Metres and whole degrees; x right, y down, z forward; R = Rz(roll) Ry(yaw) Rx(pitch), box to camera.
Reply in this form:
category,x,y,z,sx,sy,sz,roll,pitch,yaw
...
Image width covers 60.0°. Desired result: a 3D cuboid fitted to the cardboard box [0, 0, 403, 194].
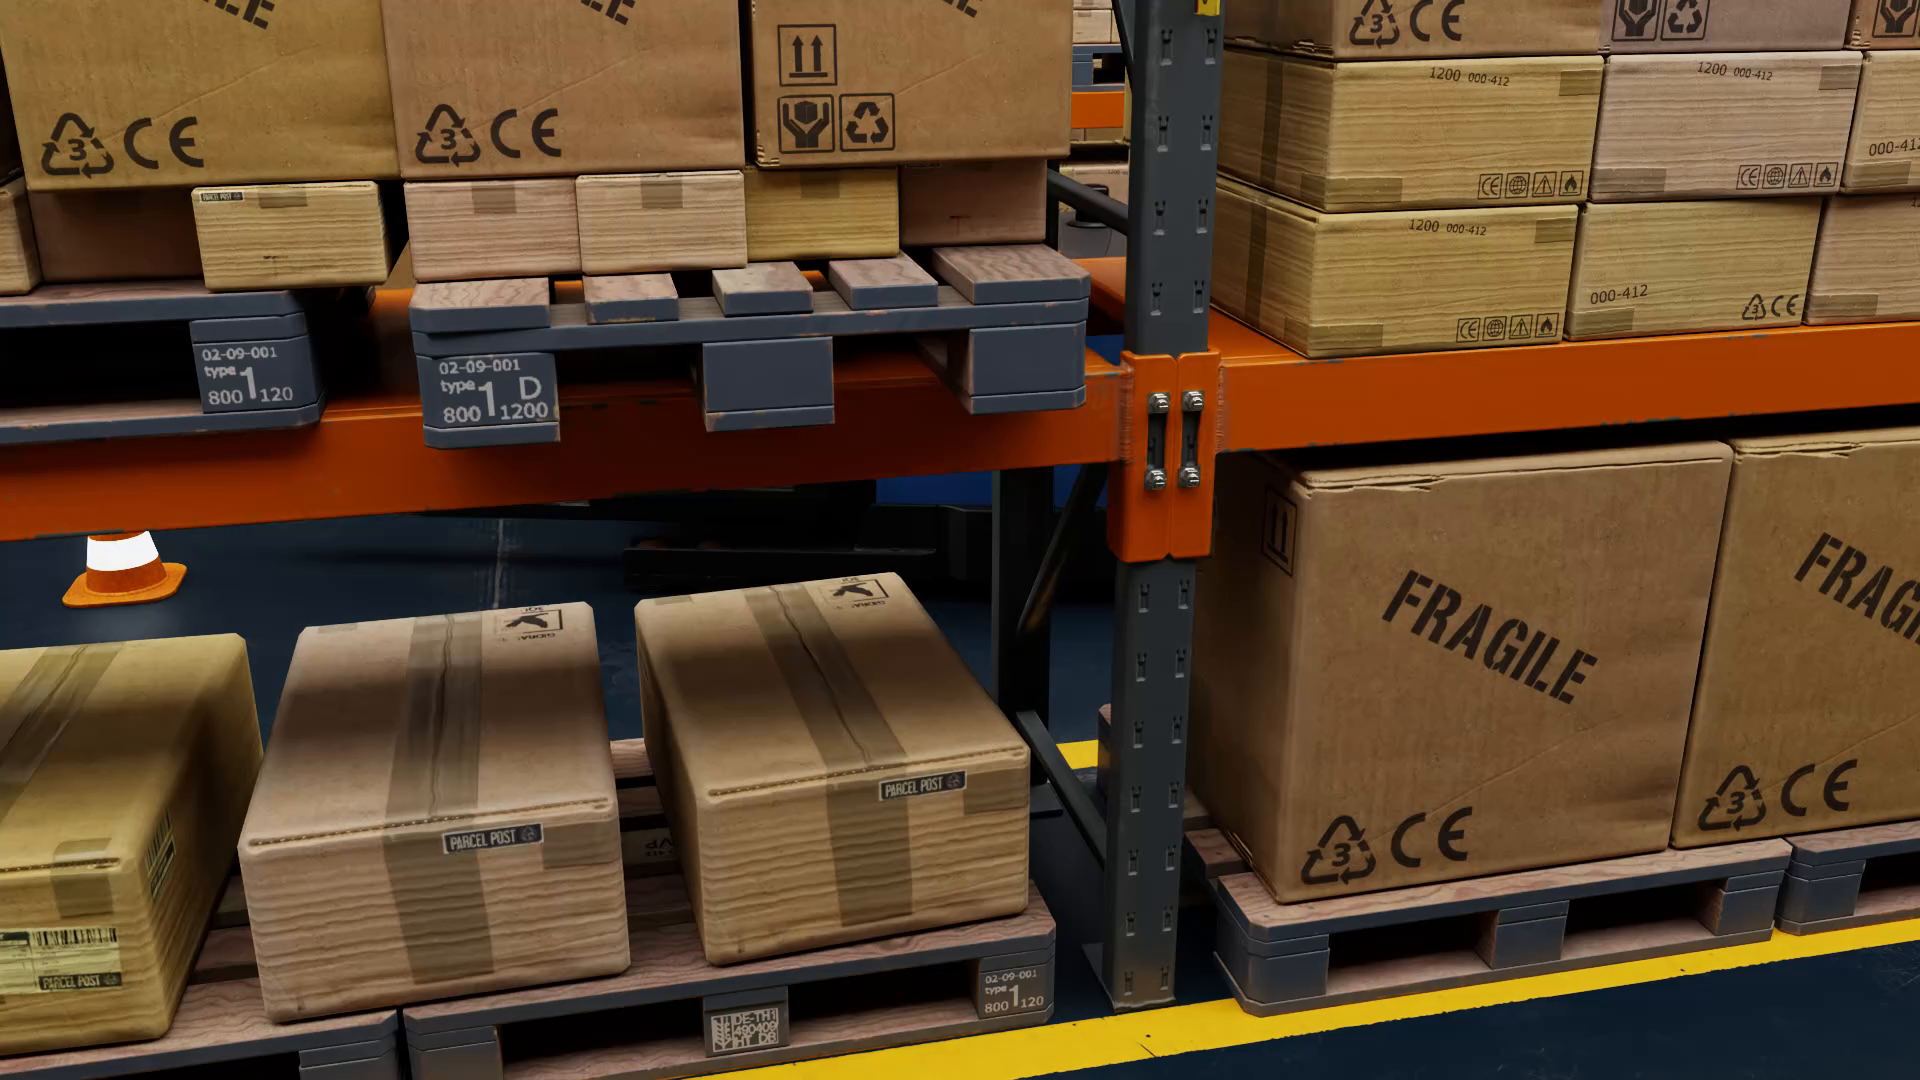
category,x,y,z,sx,sy,sz,roll,pitch,yaw
cardboard box,-1.120,-0.818,2.499,0.500,0.500,0.500,-6,21,-16

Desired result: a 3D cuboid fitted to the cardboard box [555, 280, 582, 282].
category,x,y,z,sx,sy,sz,roll,pitch,yaw
cardboard box,-1.601,-1.420,7.990,0.750,0.750,1.050,-5,21,-13

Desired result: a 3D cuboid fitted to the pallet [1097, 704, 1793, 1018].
category,x,y,z,sx,sy,sz,roll,pitch,yaw
pallet,1.035,0.624,3.804,1.213,0.211,1.003,-5,21,-12

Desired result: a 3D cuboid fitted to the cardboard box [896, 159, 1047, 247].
category,x,y,z,sx,sy,sz,roll,pitch,yaw
cardboard box,-0.015,-0.623,2.908,0.250,0.149,0.380,-4,20,-10

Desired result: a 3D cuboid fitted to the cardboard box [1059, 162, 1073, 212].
category,x,y,z,sx,sy,sz,roll,pitch,yaw
cardboard box,0.233,-1.686,7.991,0.500,0.250,0.500,-5,21,-13

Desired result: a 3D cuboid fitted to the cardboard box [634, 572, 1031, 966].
category,x,y,z,sx,sy,sz,roll,pitch,yaw
cardboard box,-0.302,0.430,3.490,0.625,0.372,0.950,-6,21,-16

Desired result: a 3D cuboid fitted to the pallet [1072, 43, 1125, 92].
category,x,y,z,sx,sy,sz,roll,pitch,yaw
pallet,0.930,-2.377,8.223,1.213,0.211,1.003,-5,21,-12

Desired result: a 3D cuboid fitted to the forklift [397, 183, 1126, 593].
category,x,y,z,sx,sy,sz,roll,pitch,yaw
forklift,-0.685,-1.384,5.331,3.031,2.935,1.130,1,20,3

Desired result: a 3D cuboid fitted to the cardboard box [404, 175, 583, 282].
category,x,y,z,sx,sy,sz,roll,pitch,yaw
cardboard box,-0.741,-0.525,2.642,0.250,0.149,0.380,-6,21,-15

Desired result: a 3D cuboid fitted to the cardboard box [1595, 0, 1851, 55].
category,x,y,z,sx,sy,sz,roll,pitch,yaw
cardboard box,1.267,-1.164,3.033,0.500,0.500,0.500,-5,21,-12

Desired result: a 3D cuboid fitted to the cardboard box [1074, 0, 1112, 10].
category,x,y,z,sx,sy,sz,roll,pitch,yaw
cardboard box,0.540,-2.571,7.794,0.250,0.149,0.380,-5,21,-12

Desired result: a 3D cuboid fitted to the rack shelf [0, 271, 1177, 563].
category,x,y,z,sx,sy,sz,roll,pitch,yaw
rack shelf,-1.696,-0.152,2.915,4.000,0.370,1.077,-5,21,-12

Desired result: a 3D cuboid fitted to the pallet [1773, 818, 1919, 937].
category,x,y,z,sx,sy,sz,roll,pitch,yaw
pallet,2.220,0.529,4.065,1.213,0.211,1.003,-5,21,-12

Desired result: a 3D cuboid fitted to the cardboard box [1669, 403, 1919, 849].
category,x,y,z,sx,sy,sz,roll,pitch,yaw
cardboard box,1.810,0.056,3.779,0.875,0.875,0.875,-4,21,-12

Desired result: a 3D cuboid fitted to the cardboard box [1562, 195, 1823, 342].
category,x,y,z,sx,sy,sz,roll,pitch,yaw
cardboard box,1.280,-0.579,3.252,0.500,0.250,0.500,-5,21,-14

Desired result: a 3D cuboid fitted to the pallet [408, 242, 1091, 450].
category,x,y,z,sx,sy,sz,roll,pitch,yaw
pallet,-0.419,-0.466,3.005,1.003,0.211,1.213,-5,21,-12

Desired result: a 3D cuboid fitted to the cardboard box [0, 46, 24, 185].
category,x,y,z,sx,sy,sz,roll,pitch,yaw
cardboard box,-1.651,-0.775,2.381,0.500,0.500,0.500,-6,21,-15

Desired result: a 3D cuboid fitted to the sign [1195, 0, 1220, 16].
category,x,y,z,sx,sy,sz,roll,pitch,yaw
sign,0.384,-0.974,2.544,0.005,0.325,0.100,-5,21,-12

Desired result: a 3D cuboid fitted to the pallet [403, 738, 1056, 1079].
category,x,y,z,sx,sy,sz,roll,pitch,yaw
pallet,-0.511,0.722,3.535,1.213,0.211,1.003,-5,21,-12

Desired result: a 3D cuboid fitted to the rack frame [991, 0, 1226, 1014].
category,x,y,z,sx,sy,sz,roll,pitch,yaw
rack frame,0.250,-0.648,3.223,0.127,3.000,1.000,-5,21,-12

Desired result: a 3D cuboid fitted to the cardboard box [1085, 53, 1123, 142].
category,x,y,z,sx,sy,sz,roll,pitch,yaw
cardboard box,1.244,-3.424,13.280,0.875,0.875,1.225,-5,21,-12

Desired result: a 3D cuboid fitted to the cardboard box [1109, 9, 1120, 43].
category,x,y,z,sx,sy,sz,roll,pitch,yaw
cardboard box,0.784,-2.450,7.896,0.250,0.149,0.380,-4,21,-12

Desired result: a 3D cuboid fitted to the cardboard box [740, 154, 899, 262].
category,x,y,z,sx,sy,sz,roll,pitch,yaw
cardboard box,-0.259,-0.577,2.784,0.250,0.149,0.380,-4,21,-12

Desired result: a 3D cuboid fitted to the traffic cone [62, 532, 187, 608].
category,x,y,z,sx,sy,sz,roll,pitch,yaw
traffic cone,-2.706,-0.065,5.319,0.334,0.463,0.336,-5,21,-12

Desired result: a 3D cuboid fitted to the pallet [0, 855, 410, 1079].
category,x,y,z,sx,sy,sz,roll,pitch,yaw
pallet,-1.696,0.818,3.275,1.213,0.211,1.003,-5,21,-12

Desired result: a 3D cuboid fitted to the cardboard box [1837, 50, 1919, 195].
category,x,y,z,sx,sy,sz,roll,pitch,yaw
cardboard box,1.791,-0.846,3.254,0.500,0.250,0.500,-5,21,-13

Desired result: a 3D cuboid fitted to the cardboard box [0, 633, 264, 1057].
category,x,y,z,sx,sy,sz,roll,pitch,yaw
cardboard box,-1.758,0.549,3.165,0.625,0.372,0.950,-4,20,-11

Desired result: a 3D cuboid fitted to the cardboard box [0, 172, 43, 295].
category,x,y,z,sx,sy,sz,roll,pitch,yaw
cardboard box,-1.504,-0.474,2.501,0.250,0.149,0.380,-5,21,-14

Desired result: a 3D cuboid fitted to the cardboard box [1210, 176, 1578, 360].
category,x,y,z,sx,sy,sz,roll,pitch,yaw
cardboard box,0.784,-0.532,3.125,0.500,0.250,0.500,-5,21,-13

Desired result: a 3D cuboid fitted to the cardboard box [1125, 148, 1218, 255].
category,x,y,z,sx,sy,sz,roll,pitch,yaw
cardboard box,0.683,-0.705,3.596,0.500,0.250,0.500,-5,21,-14

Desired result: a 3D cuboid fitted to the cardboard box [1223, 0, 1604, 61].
category,x,y,z,sx,sy,sz,roll,pitch,yaw
cardboard box,0.786,-1.122,2.917,0.500,0.500,0.500,-5,21,-14

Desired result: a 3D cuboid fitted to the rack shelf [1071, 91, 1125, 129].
category,x,y,z,sx,sy,sz,roll,pitch,yaw
rack shelf,0.959,-2.118,8.281,4.000,0.370,1.077,-5,21,-12

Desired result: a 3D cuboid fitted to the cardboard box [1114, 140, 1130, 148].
category,x,y,z,sx,sy,sz,roll,pitch,yaw
cardboard box,1.111,-1.937,8.676,0.500,0.250,0.500,-4,20,-10

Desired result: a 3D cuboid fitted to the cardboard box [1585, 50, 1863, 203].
category,x,y,z,sx,sy,sz,roll,pitch,yaw
cardboard box,1.303,-0.811,3.158,0.500,0.250,0.500,-4,21,-11

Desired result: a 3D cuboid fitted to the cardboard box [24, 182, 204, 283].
category,x,y,z,sx,sy,sz,roll,pitch,yaw
cardboard box,-1.279,-0.521,2.630,0.250,0.149,0.380,-4,21,-12

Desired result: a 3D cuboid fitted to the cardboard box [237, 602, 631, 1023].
category,x,y,z,sx,sy,sz,roll,pitch,yaw
cardboard box,-1.018,0.491,3.323,0.625,0.372,0.950,-5,21,-14

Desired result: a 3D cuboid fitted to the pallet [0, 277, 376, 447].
category,x,y,z,sx,sy,sz,roll,pitch,yaw
pallet,-1.667,-0.388,2.791,1.213,0.211,1.003,-5,21,-12

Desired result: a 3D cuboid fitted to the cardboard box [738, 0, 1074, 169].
category,x,y,z,sx,sy,sz,roll,pitch,yaw
cardboard box,-0.128,-0.903,2.730,0.500,0.500,0.500,-5,21,-14

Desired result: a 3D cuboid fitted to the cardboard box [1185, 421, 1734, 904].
category,x,y,z,sx,sy,sz,roll,pitch,yaw
cardboard box,0.941,0.125,3.590,0.875,0.875,0.875,-5,21,-13

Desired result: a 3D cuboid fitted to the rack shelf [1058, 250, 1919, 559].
category,x,y,z,sx,sy,sz,roll,pitch,yaw
rack shelf,2.196,-0.469,3.779,4.000,0.370,1.077,-5,21,-12

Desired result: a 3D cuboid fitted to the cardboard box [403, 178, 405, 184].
category,x,y,z,sx,sy,sz,roll,pitch,yaw
cardboard box,-0.941,-0.732,3.206,0.250,0.149,0.380,-5,21,-12

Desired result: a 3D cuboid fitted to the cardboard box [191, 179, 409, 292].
category,x,y,z,sx,sy,sz,roll,pitch,yaw
cardboard box,-1.005,-0.499,2.570,0.250,0.149,0.380,-4,21,-12

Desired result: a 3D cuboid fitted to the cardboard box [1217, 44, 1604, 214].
category,x,y,z,sx,sy,sz,roll,pitch,yaw
cardboard box,0.800,-0.770,3.047,0.500,0.250,0.500,-5,21,-13

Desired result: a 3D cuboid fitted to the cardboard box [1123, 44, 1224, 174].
category,x,y,z,sx,sy,sz,roll,pitch,yaw
cardboard box,0.663,-0.936,3.500,0.500,0.250,0.500,-5,21,-13

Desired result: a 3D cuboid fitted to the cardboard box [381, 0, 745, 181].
category,x,y,z,sx,sy,sz,roll,pitch,yaw
cardboard box,-0.629,-0.858,2.609,0.500,0.500,0.500,-5,21,-13

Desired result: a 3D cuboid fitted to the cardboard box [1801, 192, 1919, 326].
category,x,y,z,sx,sy,sz,roll,pitch,yaw
cardboard box,1.792,-0.618,3.360,0.500,0.250,0.500,-4,20,-11

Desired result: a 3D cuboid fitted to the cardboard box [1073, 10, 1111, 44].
category,x,y,z,sx,sy,sz,roll,pitch,yaw
cardboard box,0.539,-2.431,7.844,0.250,0.149,0.380,-4,20,-11

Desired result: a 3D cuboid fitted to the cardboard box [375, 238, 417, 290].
category,x,y,z,sx,sy,sz,roll,pitch,yaw
cardboard box,-2.451,-1.350,7.798,0.750,0.750,1.050,-4,21,-12

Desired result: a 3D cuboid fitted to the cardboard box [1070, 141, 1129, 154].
category,x,y,z,sx,sy,sz,roll,pitch,yaw
cardboard box,0.605,-1.893,8.555,0.500,0.250,0.500,-4,21,-11

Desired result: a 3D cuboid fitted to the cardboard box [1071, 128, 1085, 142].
category,x,y,z,sx,sy,sz,roll,pitch,yaw
cardboard box,0.375,-3.353,13.086,0.875,0.875,1.225,-5,21,-14

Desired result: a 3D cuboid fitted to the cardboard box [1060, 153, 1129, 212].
category,x,y,z,sx,sy,sz,roll,pitch,yaw
cardboard box,0.718,-1.721,8.086,0.500,0.250,0.500,-4,21,-12

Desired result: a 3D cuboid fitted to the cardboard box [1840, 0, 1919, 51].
category,x,y,z,sx,sy,sz,roll,pitch,yaw
cardboard box,1.774,-1.200,3.131,0.500,0.500,0.500,-4,21,-11

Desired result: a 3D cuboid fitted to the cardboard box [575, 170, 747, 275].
category,x,y,z,sx,sy,sz,roll,pitch,yaw
cardboard box,-0.494,-0.542,2.689,0.250,0.149,0.380,-5,21,-13
